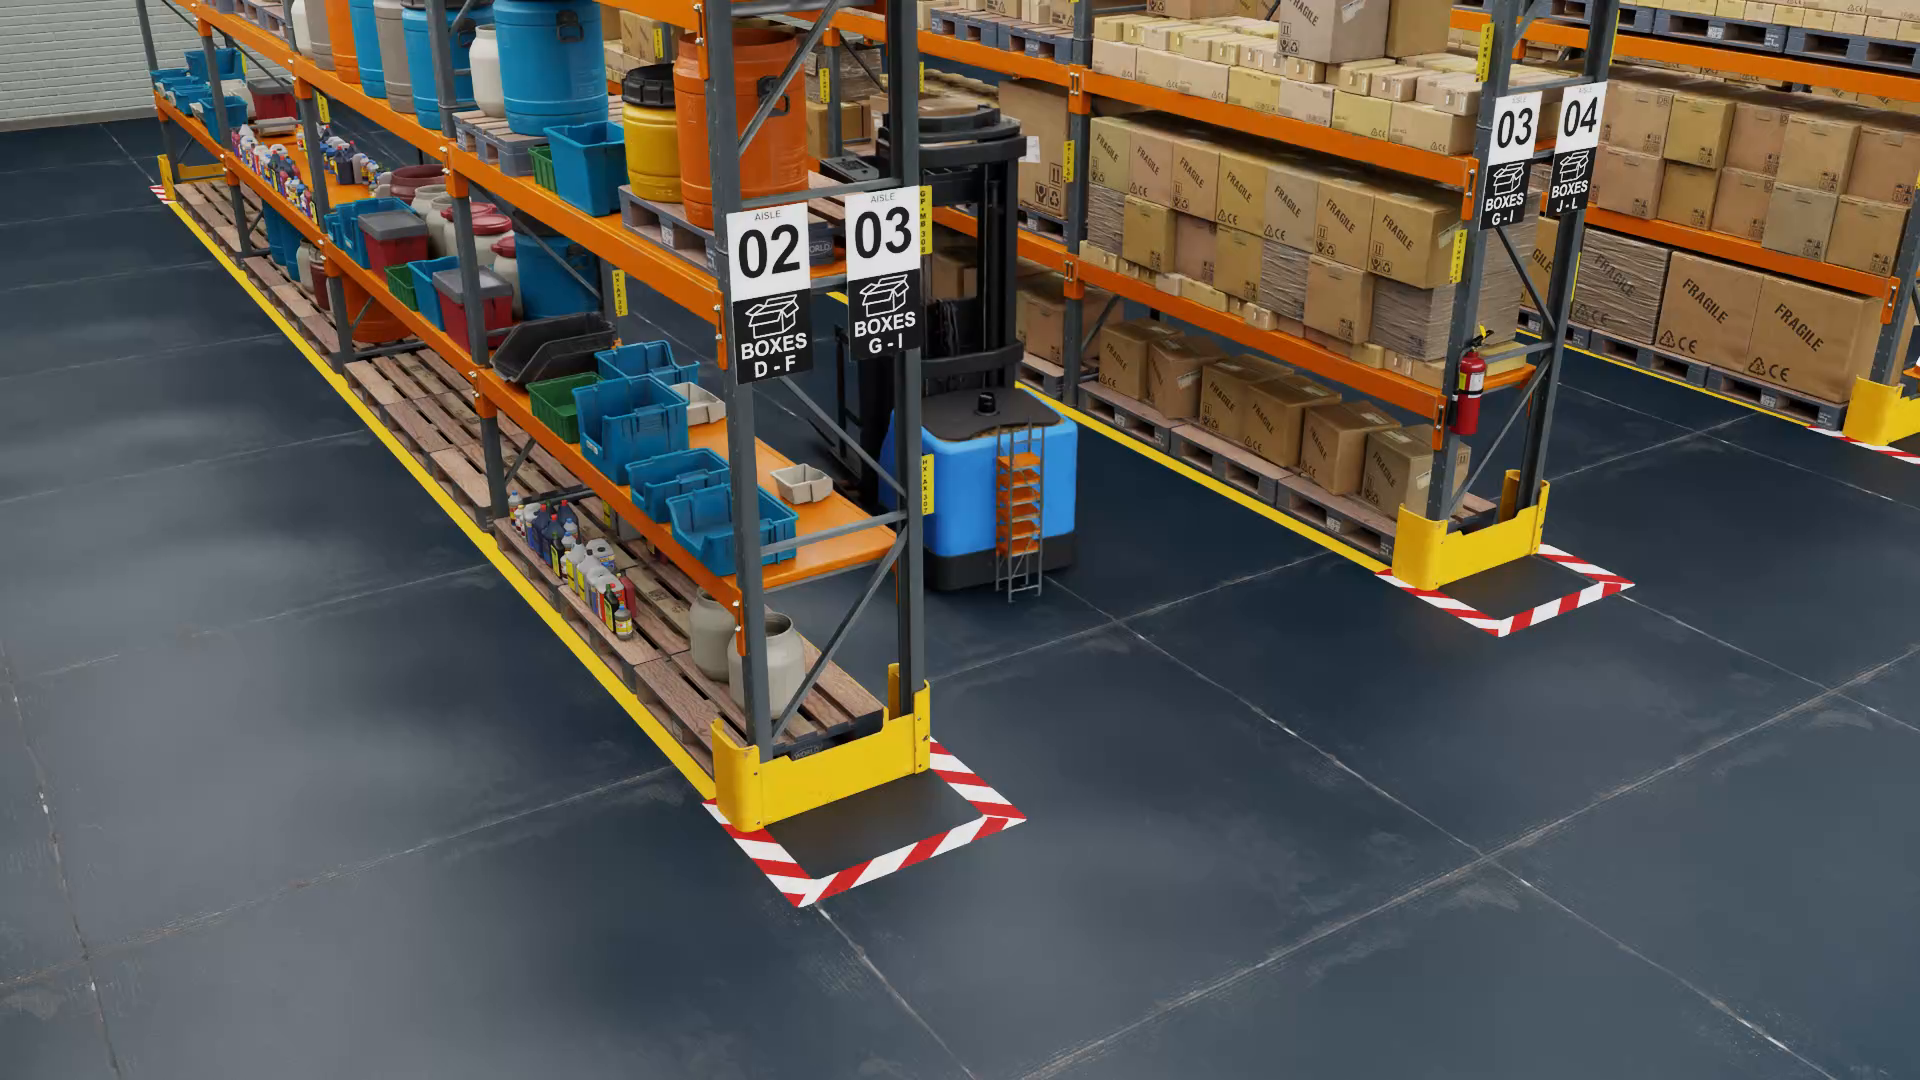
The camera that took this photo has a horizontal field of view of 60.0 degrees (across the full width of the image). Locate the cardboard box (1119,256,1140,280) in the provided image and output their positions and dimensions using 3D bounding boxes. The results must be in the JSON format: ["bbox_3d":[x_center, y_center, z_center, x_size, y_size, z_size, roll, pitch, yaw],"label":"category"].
[{"bbox_3d":[1.476,-2.175,13.100,0.380,0.149,0.250,-16,29,-30],"label":"cardboard box"}]

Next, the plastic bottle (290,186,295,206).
[{"bbox_3d":[-6.025,-3.145,15.094,0.097,0.201,0.097,0,25,0],"label":"plastic bottle"}]

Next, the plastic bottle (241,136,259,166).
[{"bbox_3d":[-7.058,-3.877,16.556,0.152,0.276,0.135,-16,29,-30],"label":"plastic bottle"}]

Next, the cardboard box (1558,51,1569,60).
[{"bbox_3d":[7.704,-6.050,20.817,0.380,0.149,0.250,-18,31,-33],"label":"cardboard box"}]

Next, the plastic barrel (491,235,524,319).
[{"bbox_3d":[-3.163,-1.912,12.089,0.433,0.535,0.433,0,25,0],"label":"plastic barrel"}]

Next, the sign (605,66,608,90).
[{"bbox_3d":[-2.357,-2.941,10.905,0.100,0.325,0.005,-16,29,-30],"label":"sign"}]

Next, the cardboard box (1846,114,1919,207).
[{"bbox_3d":[7.550,-2.998,13.109,0.875,0.550,0.550,-16,29,-30],"label":"cardboard box"}]

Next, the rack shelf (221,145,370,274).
[{"bbox_3d":[-6.099,-3.277,15.984,1.077,0.370,4.000,-16,29,-30],"label":"rack shelf"}]

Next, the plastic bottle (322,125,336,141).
[{"bbox_3d":[-6.314,-3.977,16.681,0.144,0.351,0.185,-16,29,-30],"label":"plastic bottle"}]

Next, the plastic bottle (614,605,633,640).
[{"bbox_3d":[-2.010,0.486,9.932,0.097,0.201,0.097,0,25,0],"label":"plastic bottle"}]

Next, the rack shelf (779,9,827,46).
[{"bbox_3d":[-1.950,-5.788,17.789,1.077,0.370,4.000,-16,29,-30],"label":"rack shelf"}]

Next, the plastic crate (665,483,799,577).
[{"bbox_3d":[-1.164,-0.068,8.517,0.499,0.251,0.616,-16,29,-30],"label":"plastic crate"}]

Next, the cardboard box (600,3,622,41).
[{"bbox_3d":[-4.628,-6.712,21.365,0.500,0.500,0.500,-16,30,-31],"label":"cardboard box"}]

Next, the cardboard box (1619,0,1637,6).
[{"bbox_3d":[5.865,-4.728,14.385,0.380,0.149,0.250,-16,30,-30],"label":"cardboard box"}]

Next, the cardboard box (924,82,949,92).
[{"bbox_3d":[-0.383,-6.565,24.255,0.380,0.149,0.250,-14,29,-28],"label":"cardboard box"}]

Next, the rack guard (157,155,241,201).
[{"bbox_3d":[-9.399,-4.624,20.922,1.175,0.500,0.348,-16,29,-30],"label":"rack guard"}]

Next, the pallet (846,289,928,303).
[{"bbox_3d":[-0.432,-2.501,16.763,1.003,0.211,1.213,-16,29,-30],"label":"pallet"}]

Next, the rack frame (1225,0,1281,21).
[{"bbox_3d":[3.353,-5.161,19.132,1.000,3.000,0.127,-16,29,-30],"label":"rack frame"}]

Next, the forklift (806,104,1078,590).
[{"bbox_3d":[-0.292,-1.596,11.660,1.130,2.935,3.031,-11,27,-22],"label":"forklift"}]

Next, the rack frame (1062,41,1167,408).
[{"bbox_3d":[1.326,-2.611,13.730,1.000,3.000,0.127,-16,29,-30],"label":"rack frame"}]

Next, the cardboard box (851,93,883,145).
[{"bbox_3d":[-0.895,-4.324,17.242,0.500,0.500,0.500,-15,29,-28],"label":"cardboard box"}]

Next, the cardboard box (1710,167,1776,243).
[{"bbox_3d":[6.961,-2.911,14.190,0.875,0.550,0.550,-16,29,-30],"label":"cardboard box"}]

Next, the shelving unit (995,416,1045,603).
[{"bbox_3d":[0.384,-0.187,10.704,0.258,1.200,0.189,-11,27,-22],"label":"shelving unit"}]

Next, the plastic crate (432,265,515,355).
[{"bbox_3d":[-3.345,-1.588,11.487,0.402,0.464,0.583,-16,29,-30],"label":"plastic crate"}]

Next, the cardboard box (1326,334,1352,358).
[{"bbox_3d":[2.742,-1.381,11.417,0.380,0.149,0.250,-16,29,-30],"label":"cardboard box"}]

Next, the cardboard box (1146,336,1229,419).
[{"bbox_3d":[1.830,-1.315,13.421,0.500,0.500,0.500,-6,26,-13],"label":"cardboard box"}]

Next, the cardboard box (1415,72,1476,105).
[{"bbox_3d":[3.053,-2.796,10.317,0.380,0.149,0.250,-17,30,-31],"label":"cardboard box"}]

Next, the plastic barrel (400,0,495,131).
[{"bbox_3d":[-3.283,-3.171,10.815,0.600,0.901,0.708,-16,29,-30],"label":"plastic barrel"}]

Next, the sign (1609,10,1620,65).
[{"bbox_3d":[3.964,-3.058,10.140,0.100,0.325,0.005,-16,29,-30],"label":"sign"}]

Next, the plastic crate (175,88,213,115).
[{"bbox_3d":[-8.633,-4.957,18.825,0.416,0.233,0.300,-16,29,-30],"label":"plastic crate"}]

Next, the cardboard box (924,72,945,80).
[{"bbox_3d":[-0.424,-6.959,25.091,0.380,0.149,0.250,-15,29,-29],"label":"cardboard box"}]

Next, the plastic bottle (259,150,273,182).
[{"bbox_3d":[-6.626,-3.594,15.956,0.152,0.276,0.135,-16,29,-30],"label":"plastic bottle"}]

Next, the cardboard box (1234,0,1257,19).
[{"bbox_3d":[4.509,-8.116,25.274,0.500,0.500,0.500,-16,30,-31],"label":"cardboard box"}]

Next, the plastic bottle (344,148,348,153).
[{"bbox_3d":[-5.922,-3.655,16.092,0.097,0.271,0.097,0,25,0],"label":"plastic bottle"}]

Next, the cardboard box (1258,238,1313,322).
[{"bbox_3d":[2.622,-1.903,11.764,0.875,0.500,0.500,-16,29,-30],"label":"cardboard box"}]

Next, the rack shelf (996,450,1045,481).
[{"bbox_3d":[0.384,-0.473,10.569,0.258,0.103,0.180,-11,27,-22],"label":"rack shelf"}]

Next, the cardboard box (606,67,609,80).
[{"bbox_3d":[-4.322,-5.942,21.081,0.380,0.149,0.250,-15,29,-29],"label":"cardboard box"}]

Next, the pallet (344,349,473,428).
[{"bbox_3d":[-4.617,-1.340,14.304,1.003,0.211,1.213,-16,29,-30],"label":"pallet"}]

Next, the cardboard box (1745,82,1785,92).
[{"bbox_3d":[9.117,-5.116,18.839,0.380,0.149,0.250,-15,29,-29],"label":"cardboard box"}]

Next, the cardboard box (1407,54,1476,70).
[{"bbox_3d":[3.162,-3.093,10.945,0.380,0.149,0.250,-14,29,-28],"label":"cardboard box"}]

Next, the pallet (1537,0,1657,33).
[{"bbox_3d":[5.975,-4.752,14.855,1.003,0.211,1.213,-16,29,-30],"label":"pallet"}]

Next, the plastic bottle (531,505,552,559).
[{"bbox_3d":[-2.731,-0.072,10.940,0.144,0.351,0.185,-15,29,-28],"label":"plastic bottle"}]

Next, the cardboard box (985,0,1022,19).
[{"bbox_3d":[0.637,-4.732,14.096,0.797,0.503,0.637,-14,29,-27],"label":"cardboard box"}]

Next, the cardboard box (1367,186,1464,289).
[{"bbox_3d":[3.002,-1.951,10.695,0.500,0.500,0.500,-16,29,-30],"label":"cardboard box"}]

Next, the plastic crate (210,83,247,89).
[{"bbox_3d":[-8.632,-5.300,19.665,0.396,0.136,0.243,-16,29,-30],"label":"plastic crate"}]

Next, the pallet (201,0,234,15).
[{"bbox_3d":[-6.681,-5.332,16.200,1.213,0.211,1.003,-16,29,-30],"label":"pallet"}]

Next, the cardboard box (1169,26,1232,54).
[{"bbox_3d":[1.748,-3.633,12.089,0.380,0.149,0.250,-15,29,-28],"label":"cardboard box"}]

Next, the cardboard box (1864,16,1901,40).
[{"bbox_3d":[7.118,-3.908,12.649,0.380,0.149,0.250,-15,29,-29],"label":"cardboard box"}]

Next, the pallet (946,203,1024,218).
[{"bbox_3d":[0.257,-3.256,15.322,1.003,0.211,1.213,-16,29,-30],"label":"pallet"}]

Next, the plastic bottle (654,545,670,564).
[{"bbox_3d":[-1.953,0.004,10.857,0.061,0.283,0.133,-16,29,-30],"label":"plastic bottle"}]

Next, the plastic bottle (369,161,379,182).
[{"bbox_3d":[-5.465,-3.403,15.558,0.097,0.271,0.097,0,25,0],"label":"plastic bottle"}]

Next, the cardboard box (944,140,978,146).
[{"bbox_3d":[0.302,-3.446,14.886,0.797,0.503,0.637,-12,28,-24],"label":"cardboard box"}]

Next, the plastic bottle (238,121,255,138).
[{"bbox_3d":[-7.249,-4.080,16.899,0.144,0.351,0.185,-16,29,-30],"label":"plastic bottle"}]

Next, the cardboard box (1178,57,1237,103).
[{"bbox_3d":[1.912,-3.311,11.874,0.500,0.250,0.500,-17,30,-32],"label":"cardboard box"}]

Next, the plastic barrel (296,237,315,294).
[{"bbox_3d":[-6.289,-2.708,16.358,0.421,0.512,0.421,0,25,0],"label":"plastic barrel"}]
